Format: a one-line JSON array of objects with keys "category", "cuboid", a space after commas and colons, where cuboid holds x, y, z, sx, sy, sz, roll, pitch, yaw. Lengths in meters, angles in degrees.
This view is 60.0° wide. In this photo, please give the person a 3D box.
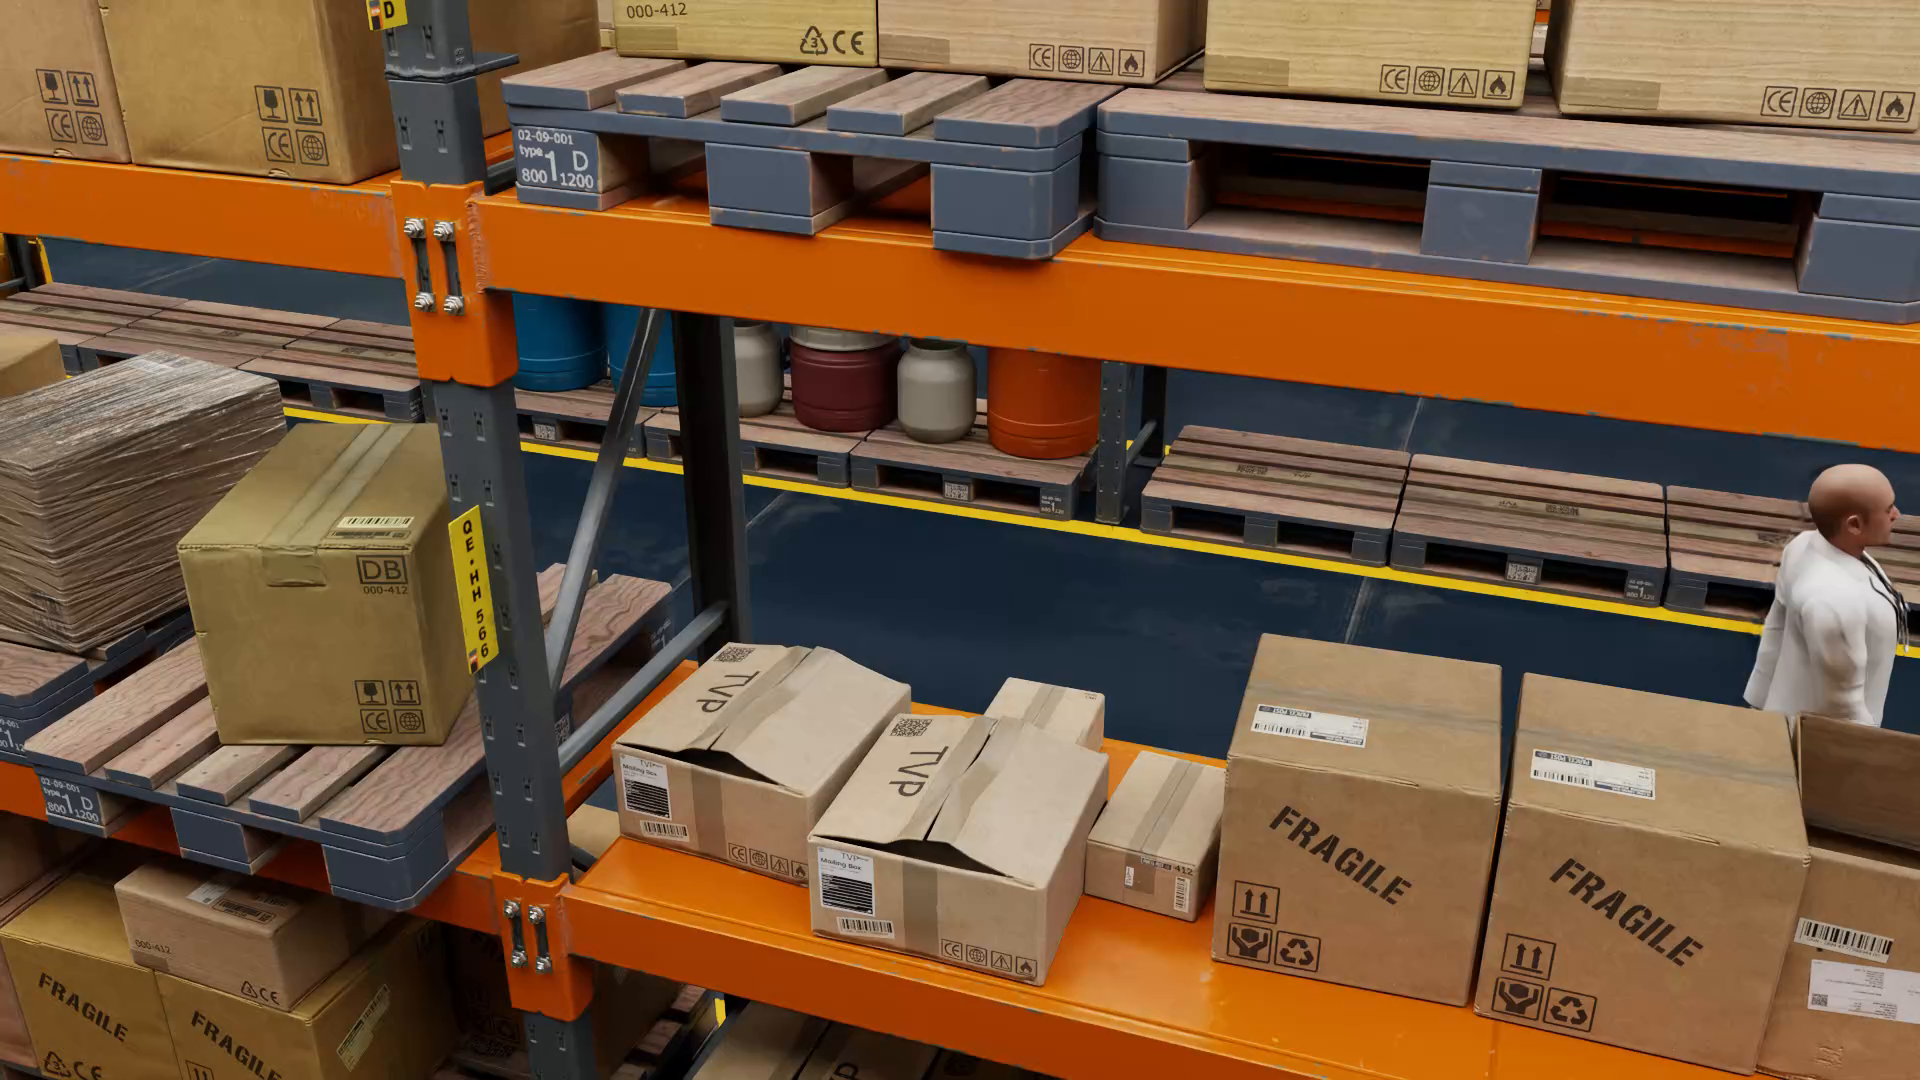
[{"category": "person", "cuboid": [2.527, 0.599, 4.867, 1.102, 1.731, 0.573, 11, 28, 22]}]
